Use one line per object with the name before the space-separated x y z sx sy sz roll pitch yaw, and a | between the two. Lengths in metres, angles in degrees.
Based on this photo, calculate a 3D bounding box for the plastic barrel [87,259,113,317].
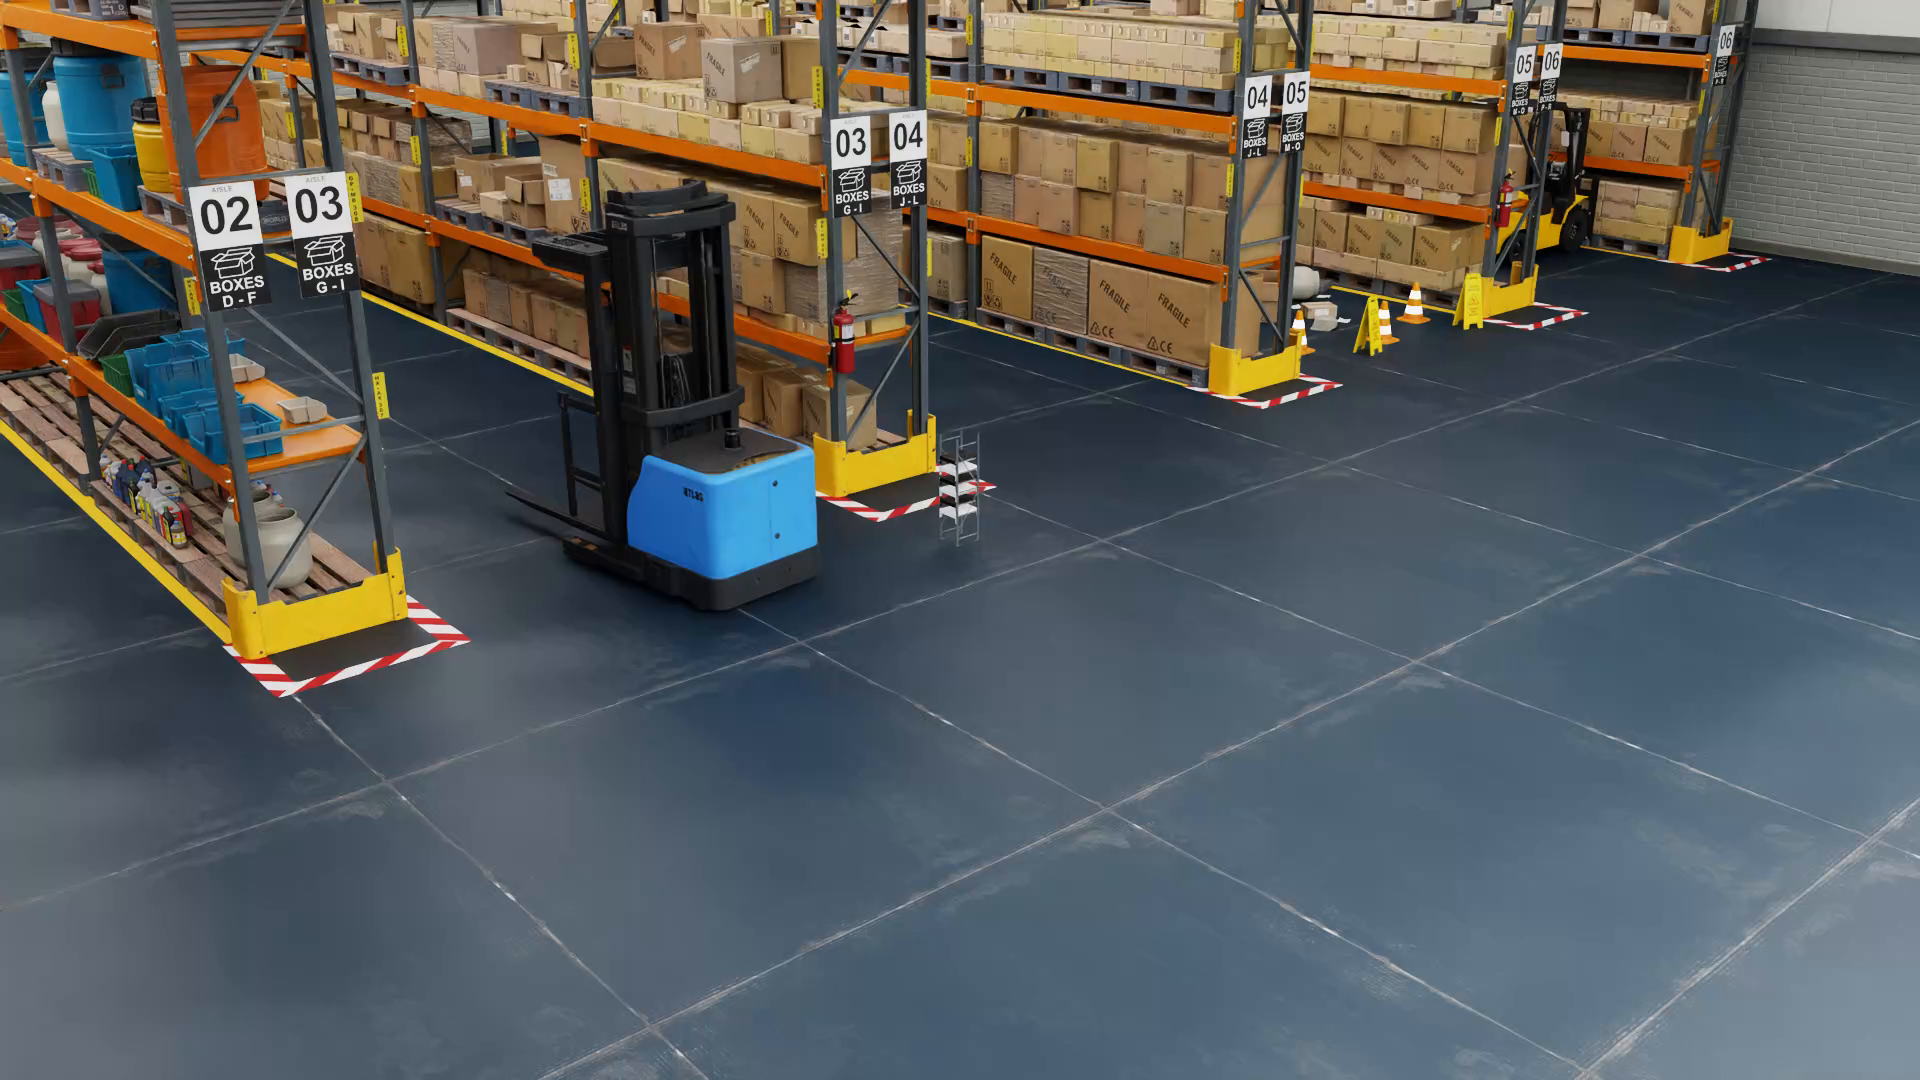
plastic barrel | -7.520 -2.227 14.871 0.433 0.535 0.433 0 21 0

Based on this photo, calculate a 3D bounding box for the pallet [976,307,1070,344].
pallet | 0.951 -2.652 19.965 1.003 0.211 1.213 -17 27 -37

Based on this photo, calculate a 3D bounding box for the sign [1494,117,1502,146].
sign | 6.375 -4.840 19.707 0.100 0.325 0.005 -17 27 -37

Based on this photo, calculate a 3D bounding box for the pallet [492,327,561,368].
pallet | -4.619 -2.280 19.015 1.003 0.211 1.213 -17 27 -37

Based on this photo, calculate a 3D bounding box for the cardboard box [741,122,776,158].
cardboard box | -1.534 -3.458 14.292 0.500 0.250 0.500 -17 27 -37

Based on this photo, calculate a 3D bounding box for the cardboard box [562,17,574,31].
cardboard box | -5.882 -8.068 26.064 0.500 0.250 0.500 -18 28 -38

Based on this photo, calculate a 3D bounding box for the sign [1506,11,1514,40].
sign | 6.375 -5.963 19.267 0.100 0.325 0.005 -17 27 -37

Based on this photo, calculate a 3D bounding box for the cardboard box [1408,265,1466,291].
cardboard box | 6.062 -3.361 21.148 0.500 0.250 0.500 -18 27 -38

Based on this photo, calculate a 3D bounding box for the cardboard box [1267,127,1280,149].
cardboard box | 4.274 -5.383 22.568 0.500 0.500 0.500 -18 27 -38

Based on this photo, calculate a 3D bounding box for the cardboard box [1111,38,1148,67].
cardboard box | 1.941 -5.127 17.434 0.500 0.250 0.500 -18 27 -38

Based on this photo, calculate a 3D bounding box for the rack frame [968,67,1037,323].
rack frame | 0.514 -4.179 20.041 1.000 3.000 0.127 -17 27 -37

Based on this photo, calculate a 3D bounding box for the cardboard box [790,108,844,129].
cardboard box | -1.197 -3.536 13.945 0.380 0.149 0.250 -19 28 -39

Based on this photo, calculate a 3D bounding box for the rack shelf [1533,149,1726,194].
rack shelf | 9.261 -5.681 24.861 1.077 0.370 4.000 -17 27 -37

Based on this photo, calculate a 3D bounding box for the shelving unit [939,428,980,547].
shelving unit | -0.005 -0.421 13.326 0.258 0.900 0.210 -17 27 -37

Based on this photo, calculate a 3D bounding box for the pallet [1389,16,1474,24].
pallet | 7.370 -8.116 26.242 0.805 0.209 1.217 -19 28 -39

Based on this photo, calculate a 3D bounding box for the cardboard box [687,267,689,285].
cardboard box | -2.065 -2.664 15.627 0.875 0.500 0.500 -17 27 -37

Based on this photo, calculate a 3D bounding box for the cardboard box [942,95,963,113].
cardboard box | 0.052 -7.148 27.140 0.500 0.250 0.500 -18 28 -39

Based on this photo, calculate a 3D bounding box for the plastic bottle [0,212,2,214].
plastic bottle | -10.717 -3.554 18.513 0.144 0.351 0.185 -17 27 -37

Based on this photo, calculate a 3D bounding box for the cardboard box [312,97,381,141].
cardboard box | -8.108 -5.576 22.094 0.797 0.503 0.637 -18 28 -39

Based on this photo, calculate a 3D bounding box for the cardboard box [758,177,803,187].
cardboard box | -1.500 -3.066 15.284 0.500 0.500 0.500 -17 27 -37

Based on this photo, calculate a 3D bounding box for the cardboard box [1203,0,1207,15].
cardboard box | 3.787 -7.533 23.435 0.500 0.250 0.500 -18 28 -39

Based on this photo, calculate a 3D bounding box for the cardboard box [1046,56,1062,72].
cardboard box | 1.160 -5.239 18.265 0.380 0.149 0.250 -18 28 -38

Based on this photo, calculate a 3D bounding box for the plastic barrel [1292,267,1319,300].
plastic barrel | 4.314 -3.291 21.306 0.512 0.421 0.421 0 21 -1

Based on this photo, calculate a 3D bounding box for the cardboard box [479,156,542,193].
cardboard box | -5.098 -4.103 19.135 0.700 0.500 0.500 -13 25 -30

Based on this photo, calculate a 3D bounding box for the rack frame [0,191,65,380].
rack frame | -9.673 -2.952 16.909 1.000 3.000 0.127 -17 27 -37

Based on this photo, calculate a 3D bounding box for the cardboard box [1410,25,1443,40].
cardboard box | 5.764 -6.253 20.473 0.380 0.149 0.250 -17 27 -37

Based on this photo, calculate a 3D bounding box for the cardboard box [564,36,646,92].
cardboard box | -3.541 -4.820 16.847 0.797 0.503 0.637 -19 28 -40

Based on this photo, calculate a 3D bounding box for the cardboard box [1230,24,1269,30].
cardboard box | 2.985 -5.204 17.084 0.380 0.149 0.250 -17 27 -37

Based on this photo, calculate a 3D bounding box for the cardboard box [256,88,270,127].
cardboard box | -10.365 -6.283 24.181 0.500 0.500 0.500 -18 28 -39

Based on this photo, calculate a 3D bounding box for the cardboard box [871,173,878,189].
cardboard box | -1.022 -4.725 21.298 0.500 0.500 0.500 -18 28 -38

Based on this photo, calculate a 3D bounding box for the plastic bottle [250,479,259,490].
plastic bottle | -5.687 -0.374 13.464 0.097 0.271 0.097 0 21 0

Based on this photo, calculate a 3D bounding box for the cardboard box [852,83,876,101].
cardboard box | -1.520 -7.709 28.917 0.500 0.500 0.500 -17 27 -37

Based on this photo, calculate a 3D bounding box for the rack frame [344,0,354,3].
rack frame | -8.532 -8.030 21.647 1.000 3.000 0.127 -17 27 -37

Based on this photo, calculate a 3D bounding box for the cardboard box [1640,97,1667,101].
cardboard box | 10.031 -6.315 24.061 0.380 0.149 0.250 -17 27 -37

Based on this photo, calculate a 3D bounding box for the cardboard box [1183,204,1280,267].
cardboard box | 2.848 -3.236 17.426 0.875 0.550 0.550 -17 27 -37

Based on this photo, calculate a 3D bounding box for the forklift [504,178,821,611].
forklift | -2.484 -1.287 12.751 3.031 2.935 1.130 19 28 39

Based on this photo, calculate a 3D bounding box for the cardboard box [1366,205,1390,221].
cardboard box | 5.466 -4.235 21.460 0.380 0.149 0.250 -16 27 -35

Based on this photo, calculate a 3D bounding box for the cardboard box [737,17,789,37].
cardboard box | -2.662 -6.825 22.546 0.500 0.500 0.500 -17 27 -37

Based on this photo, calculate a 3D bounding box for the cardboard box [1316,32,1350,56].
cardboard box | 4.939 -6.382 21.351 0.500 0.250 0.500 -17 27 -37

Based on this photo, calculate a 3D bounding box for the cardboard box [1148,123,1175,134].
cardboard box | 3.066 -6.120 23.875 0.500 0.500 0.500 -16 27 -36

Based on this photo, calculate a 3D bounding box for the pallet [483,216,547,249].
pallet | -4.597 -3.505 18.583 1.003 0.211 1.213 -17 27 -37

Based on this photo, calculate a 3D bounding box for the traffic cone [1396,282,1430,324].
traffic cone | 5.551 -2.911 20.281 0.336 0.463 0.334 -17 27 -37

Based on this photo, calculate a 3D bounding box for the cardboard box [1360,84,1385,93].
cardboard box | 6.708 -7.304 26.993 0.380 0.149 0.250 -17 27 -37

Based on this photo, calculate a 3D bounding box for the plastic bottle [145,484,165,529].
plastic bottle | -6.327 -0.276 13.104 0.144 0.351 0.185 -16 27 -35

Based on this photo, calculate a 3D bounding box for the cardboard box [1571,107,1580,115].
cardboard box | 9.178 -6.280 24.377 0.380 0.149 0.250 -18 27 -38

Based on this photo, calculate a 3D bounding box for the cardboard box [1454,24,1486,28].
cardboard box | 6.331 -6.315 20.631 0.380 0.149 0.250 -18 27 -38

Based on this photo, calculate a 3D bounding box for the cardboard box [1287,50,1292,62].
cardboard box | 4.342 -6.434 22.030 0.380 0.149 0.250 -17 27 -37

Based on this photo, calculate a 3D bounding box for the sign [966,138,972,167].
sign | 0.109 -4.549 19.507 0.100 0.325 0.005 -17 27 -37

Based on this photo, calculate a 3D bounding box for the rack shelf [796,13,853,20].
rack shelf | -2.330 -9.210 29.759 1.077 0.370 4.000 -17 27 -37

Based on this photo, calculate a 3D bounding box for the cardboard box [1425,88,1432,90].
cardboard box | 7.591 -7.221 26.780 0.380 0.149 0.250 -18 27 -38

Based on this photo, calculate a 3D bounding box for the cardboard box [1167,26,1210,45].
cardboard box | 2.319 -5.119 16.867 0.380 0.149 0.250 -17 27 -37

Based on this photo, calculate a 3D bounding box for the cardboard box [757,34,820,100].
cardboard box | -1.463 -4.210 14.777 0.500 0.500 0.500 -18 27 -38

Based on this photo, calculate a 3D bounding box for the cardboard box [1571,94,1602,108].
cardboard box | 9.168 -6.421 24.331 0.380 0.149 0.250 -17 27 -37

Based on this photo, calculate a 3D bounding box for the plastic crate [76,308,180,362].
plastic crate | -6.816 -1.643 13.652 0.767 0.338 0.504 -17 27 -37

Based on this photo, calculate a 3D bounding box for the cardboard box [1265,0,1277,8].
cardboard box | 5.342 -9.035 27.932 0.380 0.166 0.250 -18 27 -38
